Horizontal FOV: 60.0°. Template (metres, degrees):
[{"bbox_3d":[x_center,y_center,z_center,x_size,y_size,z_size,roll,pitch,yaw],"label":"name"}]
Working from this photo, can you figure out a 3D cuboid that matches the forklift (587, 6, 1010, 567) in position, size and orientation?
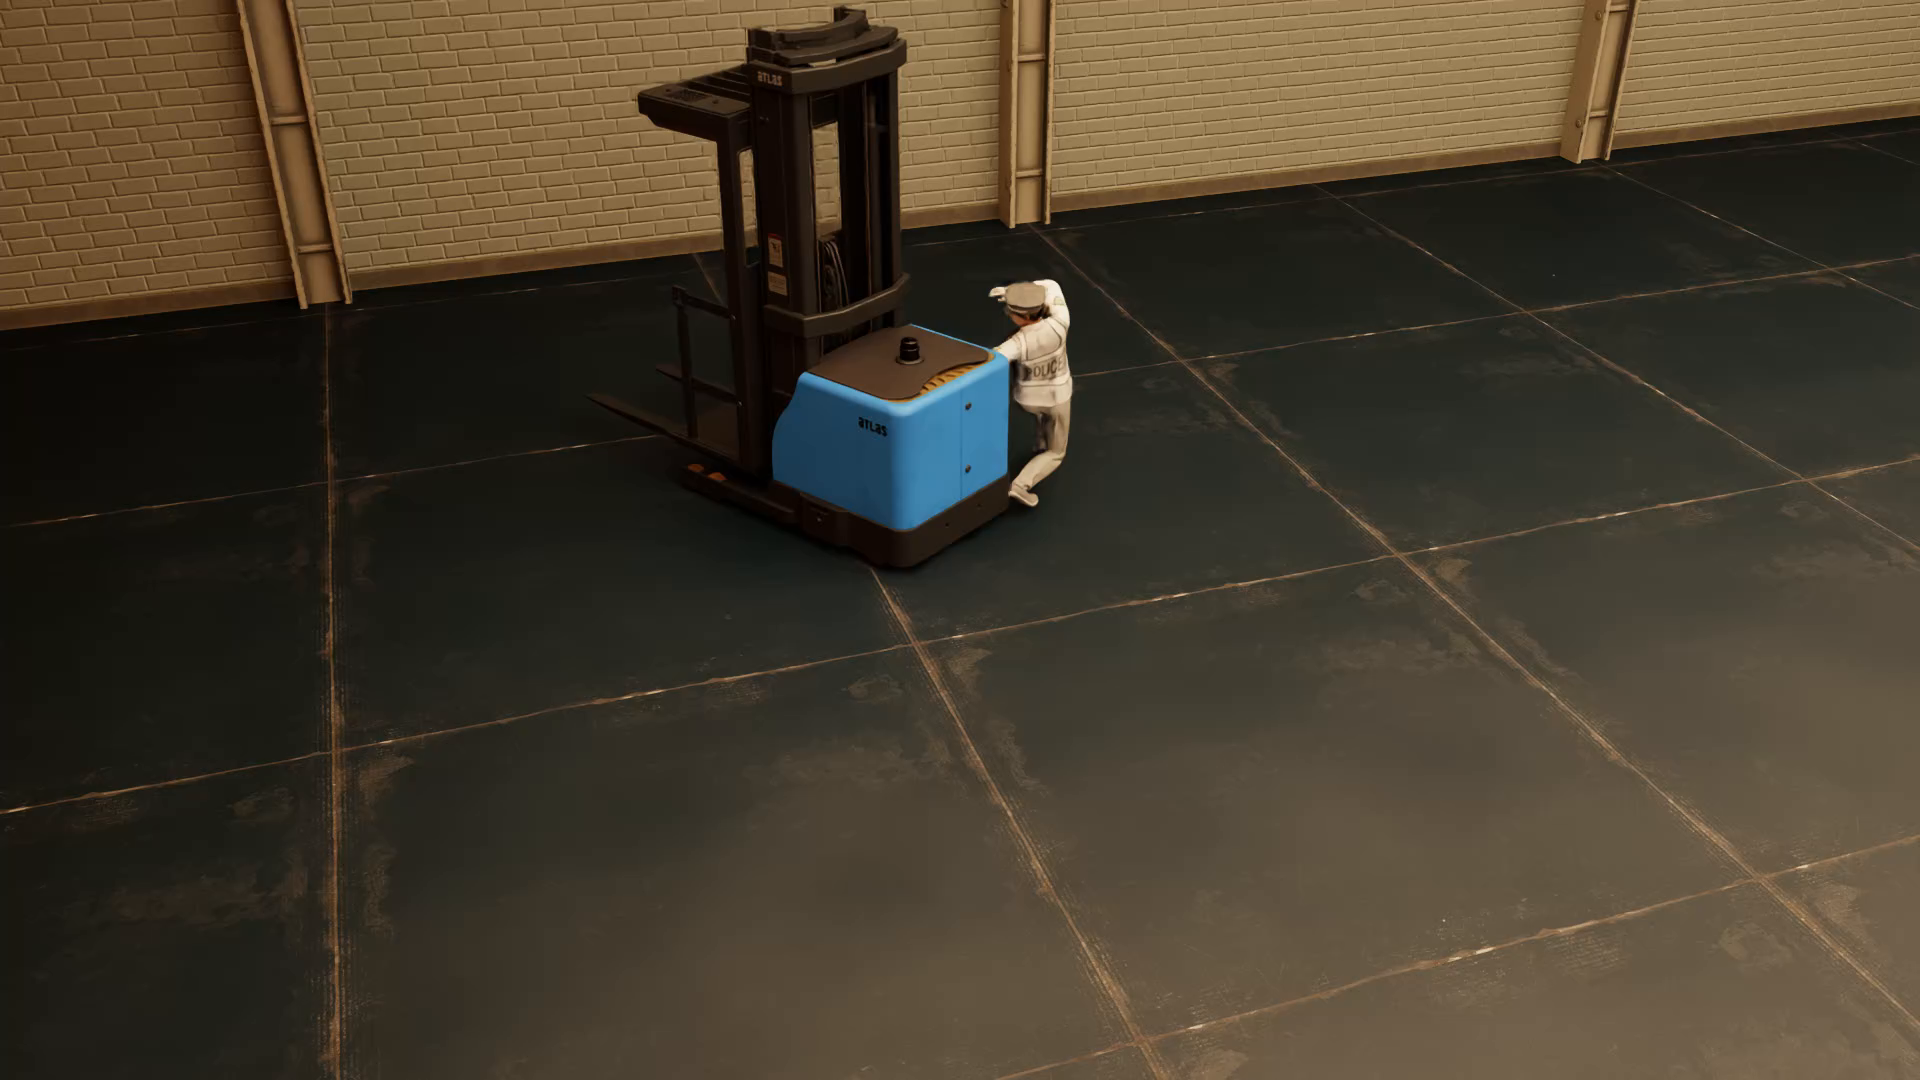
[{"bbox_3d":[-1.154,-1.709,10.057,3.031,2.935,1.130,22,37,33],"label":"forklift"}]

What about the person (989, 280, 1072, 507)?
[{"bbox_3d":[0.252,-0.975,10.298,0.892,1.381,0.928,4,30,7],"label":"person"}]
